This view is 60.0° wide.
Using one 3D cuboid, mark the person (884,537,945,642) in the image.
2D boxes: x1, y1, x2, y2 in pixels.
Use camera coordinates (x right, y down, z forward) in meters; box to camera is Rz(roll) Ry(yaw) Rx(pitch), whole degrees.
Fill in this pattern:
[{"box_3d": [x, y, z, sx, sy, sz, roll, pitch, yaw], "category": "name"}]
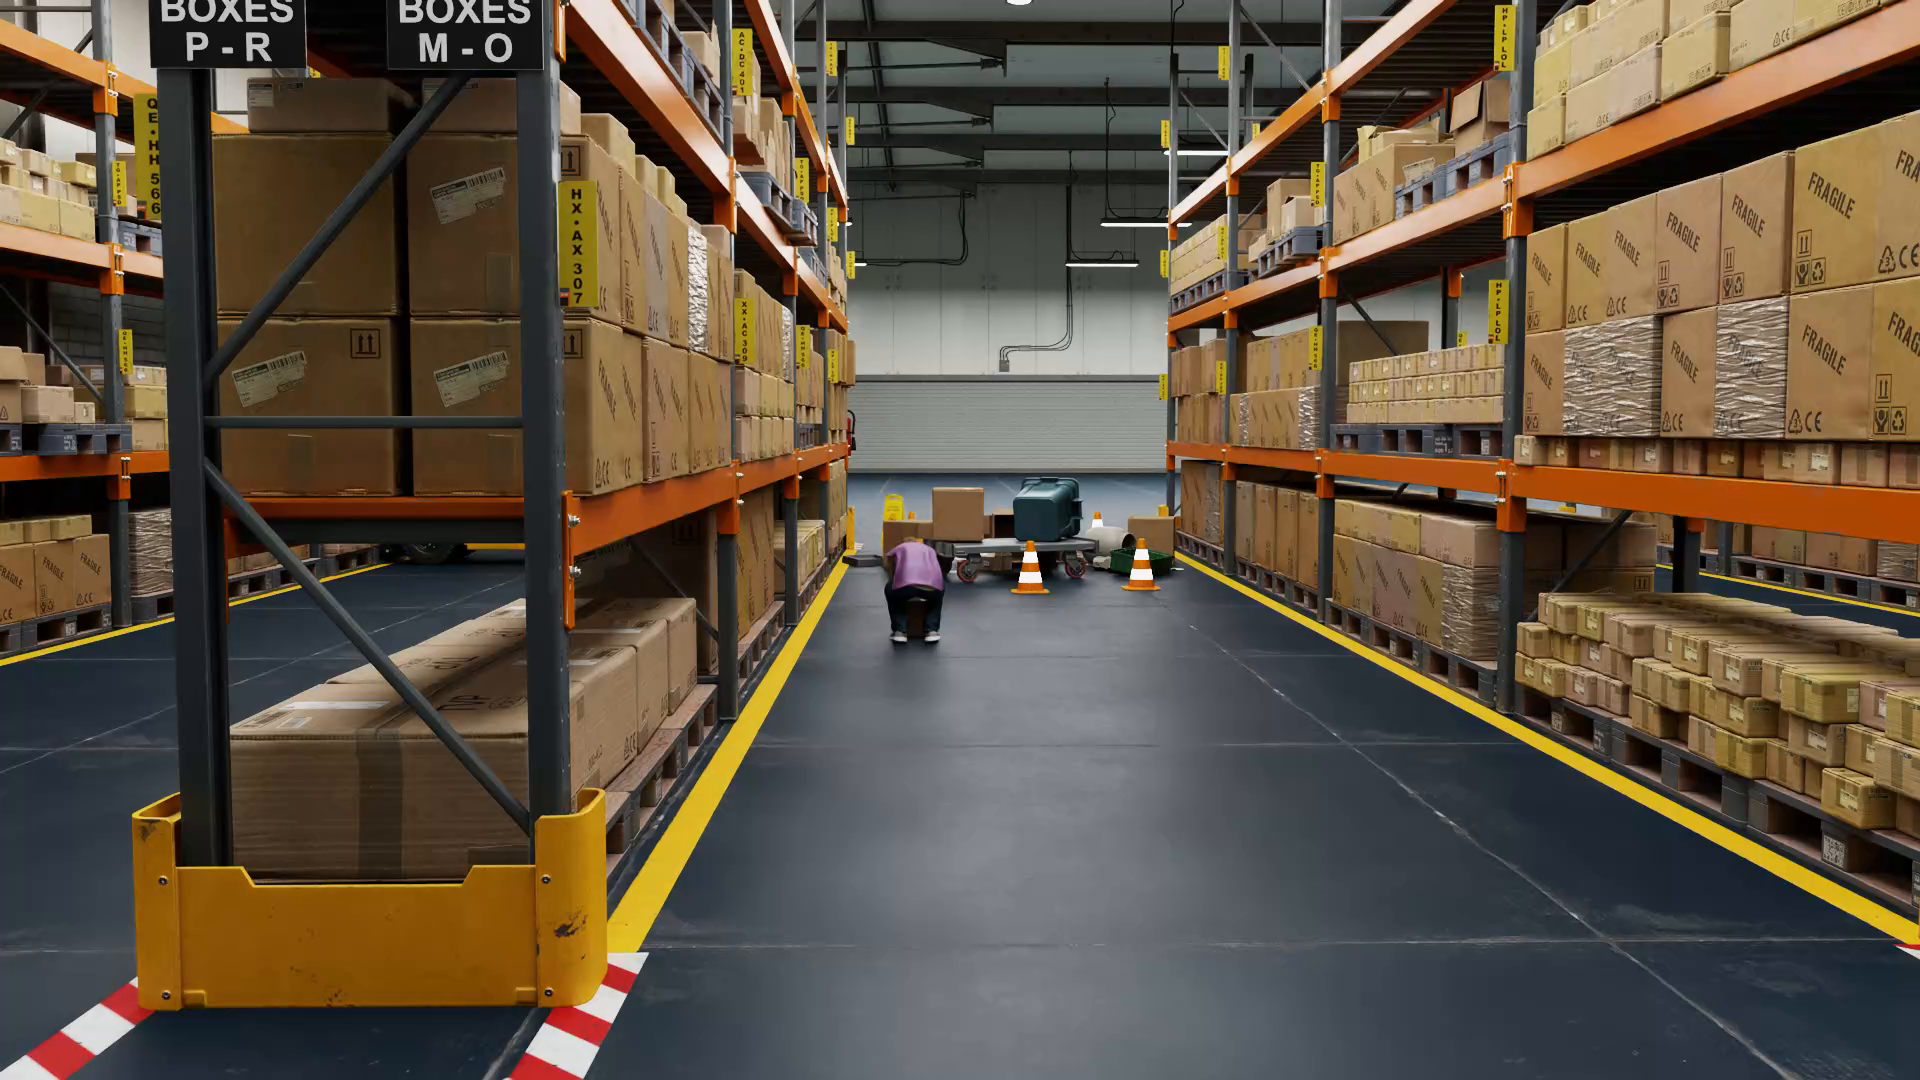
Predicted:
[{"box_3d": [-0.317, 0.371, 11.681, 0.427, 0.734, 0.847, 0, 4, -3], "category": "person"}]
